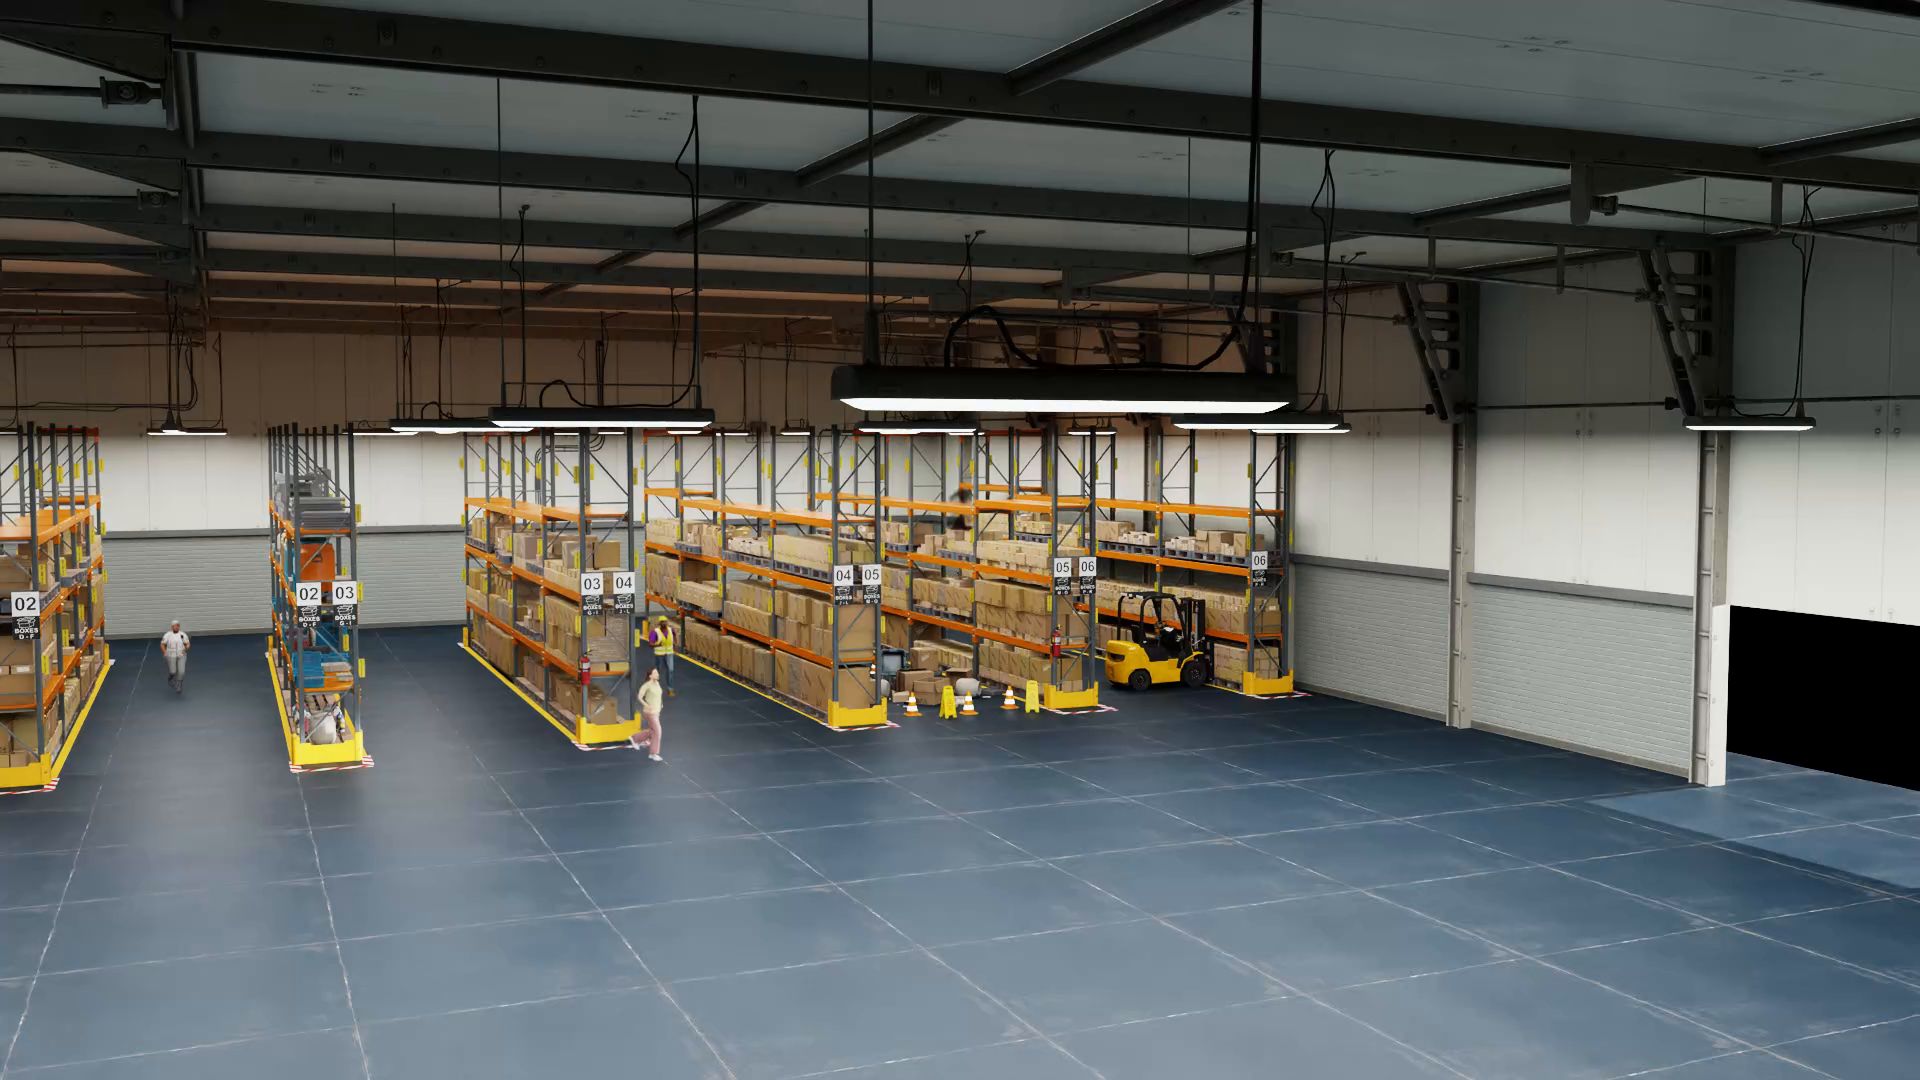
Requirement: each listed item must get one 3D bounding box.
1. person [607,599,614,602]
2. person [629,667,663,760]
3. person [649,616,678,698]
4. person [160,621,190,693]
[{"bbox_3d":[-9.495,2.168,45.697,0.641,1.623,0.786,-1,4,-15],"label":"person"},{"bbox_3d":[-5.604,3.090,29.784,0.708,1.670,0.589,1,4,20],"label":"person"},{"bbox_3d":[-6.620,2.573,37.070,0.711,1.800,0.957,-2,4,-29],"label":"person"},{"bbox_3d":[-17.677,2.631,37.502,0.607,1.627,0.549,-2,4,-32],"label":"person"}]
